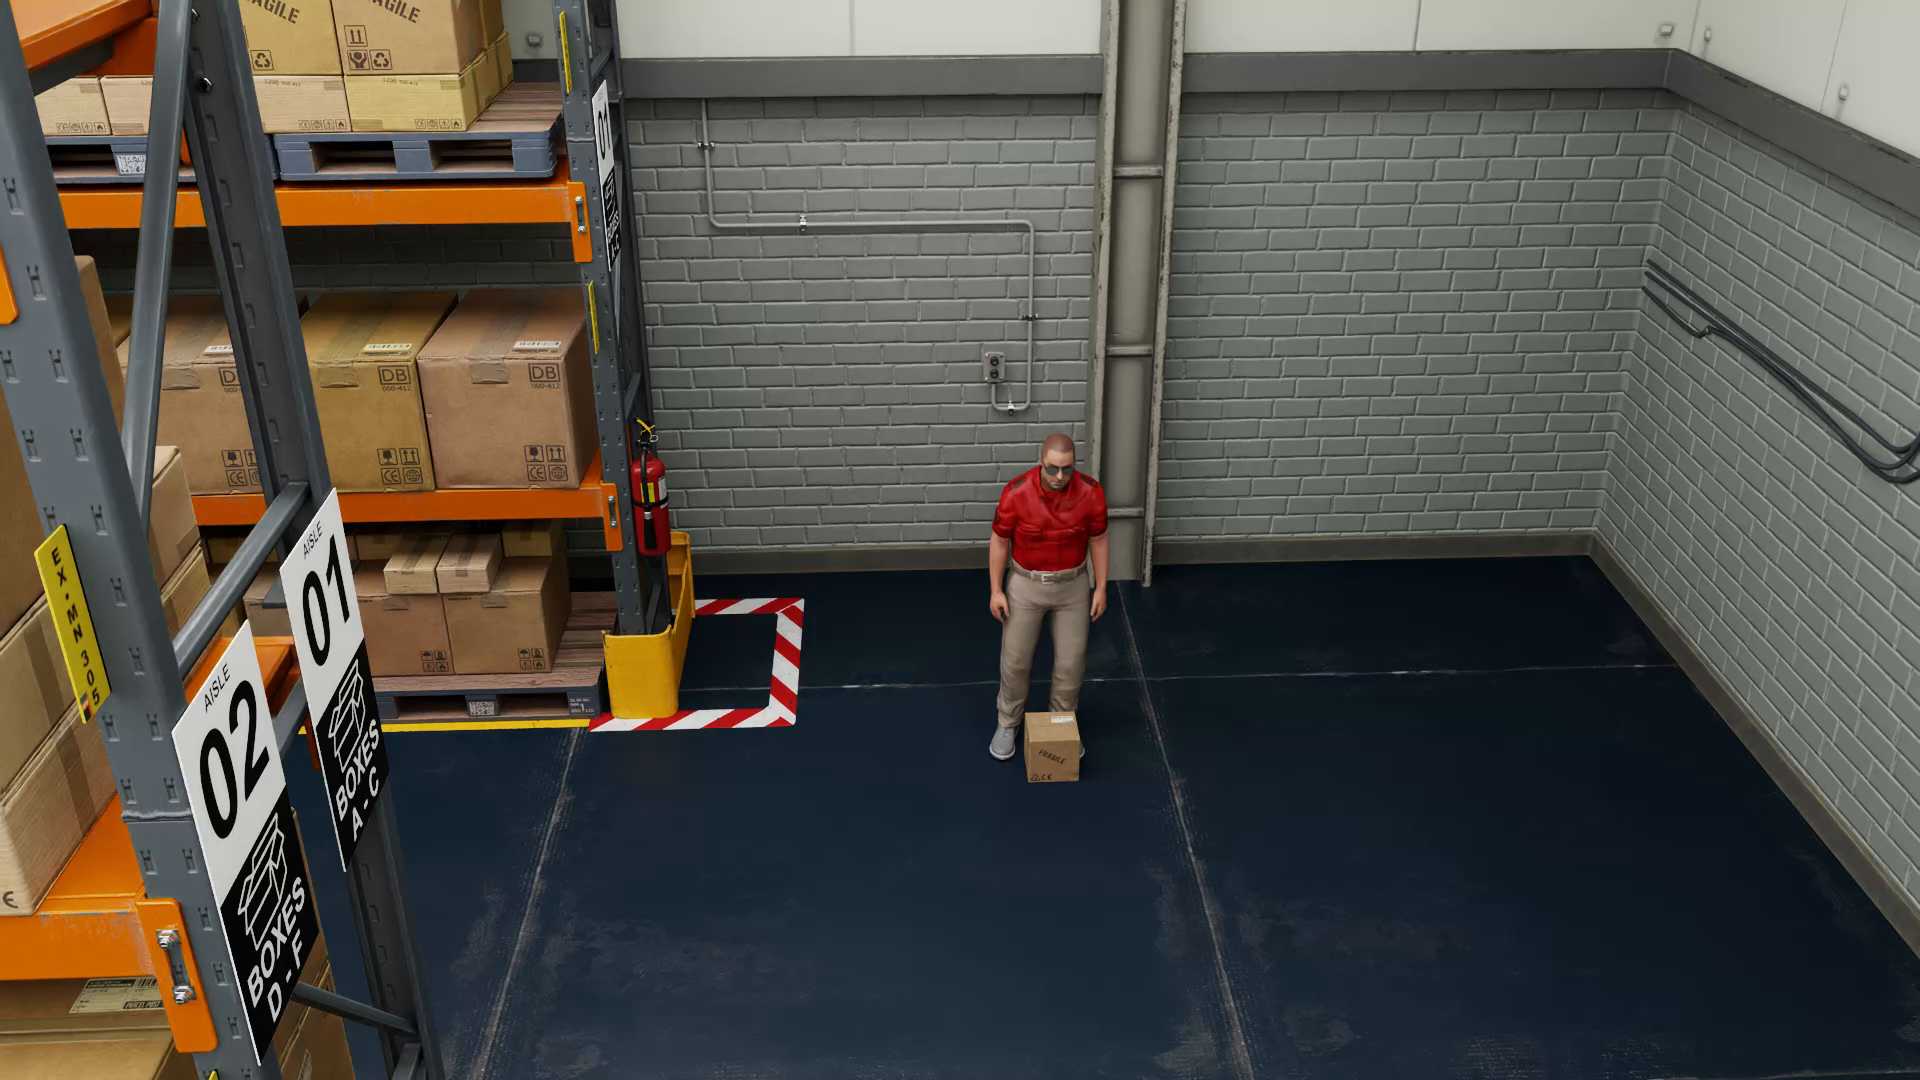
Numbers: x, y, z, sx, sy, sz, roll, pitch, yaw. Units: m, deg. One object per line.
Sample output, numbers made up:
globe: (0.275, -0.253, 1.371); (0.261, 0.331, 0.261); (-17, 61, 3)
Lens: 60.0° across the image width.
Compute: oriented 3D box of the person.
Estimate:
person: (0.436, 0.263, 8.126); (0.586, 1.727, 0.423); (-2, 27, -3)
